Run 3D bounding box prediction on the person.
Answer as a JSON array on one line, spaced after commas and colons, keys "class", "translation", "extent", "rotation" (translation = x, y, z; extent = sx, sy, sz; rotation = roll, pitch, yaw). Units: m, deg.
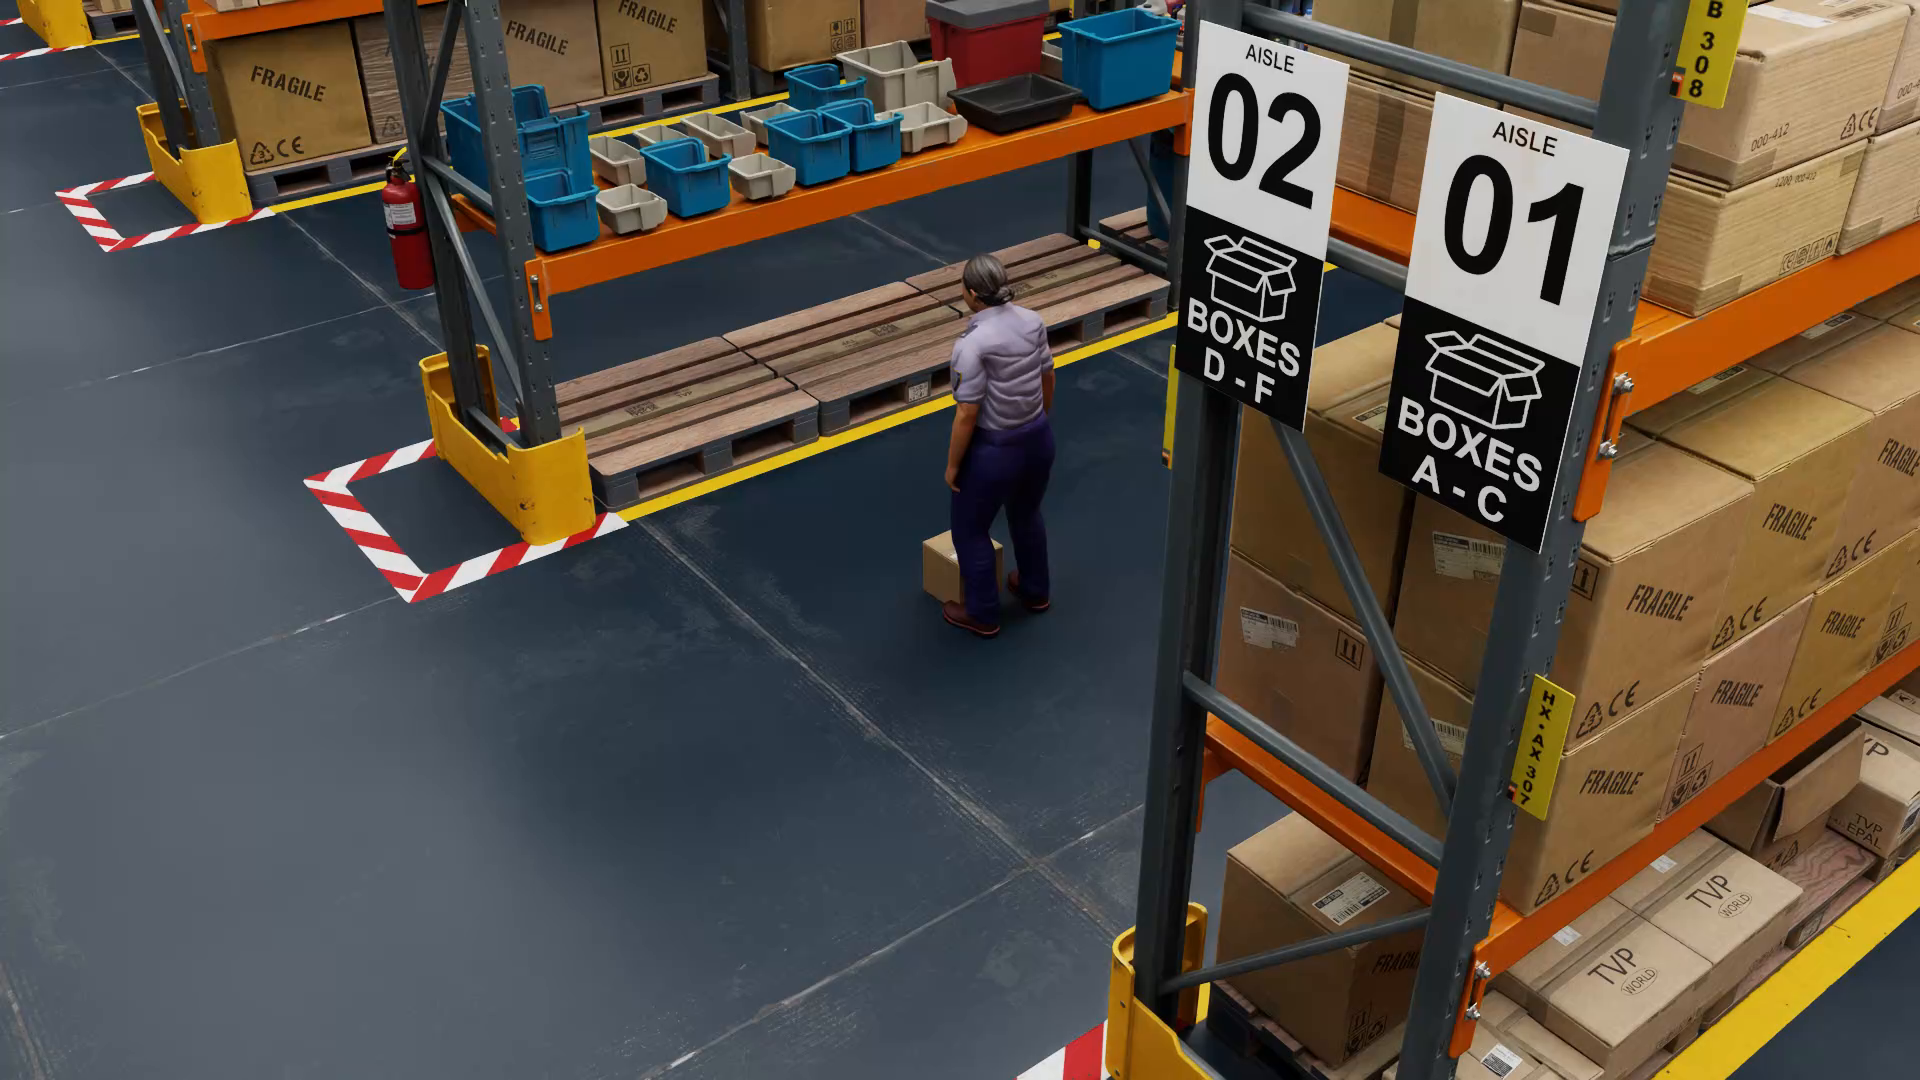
[{"class": "person", "translation": [0.169, -0.373, 6.734], "extent": [0.560, 1.651, 0.371], "rotation": [-25, 40, -34]}]
